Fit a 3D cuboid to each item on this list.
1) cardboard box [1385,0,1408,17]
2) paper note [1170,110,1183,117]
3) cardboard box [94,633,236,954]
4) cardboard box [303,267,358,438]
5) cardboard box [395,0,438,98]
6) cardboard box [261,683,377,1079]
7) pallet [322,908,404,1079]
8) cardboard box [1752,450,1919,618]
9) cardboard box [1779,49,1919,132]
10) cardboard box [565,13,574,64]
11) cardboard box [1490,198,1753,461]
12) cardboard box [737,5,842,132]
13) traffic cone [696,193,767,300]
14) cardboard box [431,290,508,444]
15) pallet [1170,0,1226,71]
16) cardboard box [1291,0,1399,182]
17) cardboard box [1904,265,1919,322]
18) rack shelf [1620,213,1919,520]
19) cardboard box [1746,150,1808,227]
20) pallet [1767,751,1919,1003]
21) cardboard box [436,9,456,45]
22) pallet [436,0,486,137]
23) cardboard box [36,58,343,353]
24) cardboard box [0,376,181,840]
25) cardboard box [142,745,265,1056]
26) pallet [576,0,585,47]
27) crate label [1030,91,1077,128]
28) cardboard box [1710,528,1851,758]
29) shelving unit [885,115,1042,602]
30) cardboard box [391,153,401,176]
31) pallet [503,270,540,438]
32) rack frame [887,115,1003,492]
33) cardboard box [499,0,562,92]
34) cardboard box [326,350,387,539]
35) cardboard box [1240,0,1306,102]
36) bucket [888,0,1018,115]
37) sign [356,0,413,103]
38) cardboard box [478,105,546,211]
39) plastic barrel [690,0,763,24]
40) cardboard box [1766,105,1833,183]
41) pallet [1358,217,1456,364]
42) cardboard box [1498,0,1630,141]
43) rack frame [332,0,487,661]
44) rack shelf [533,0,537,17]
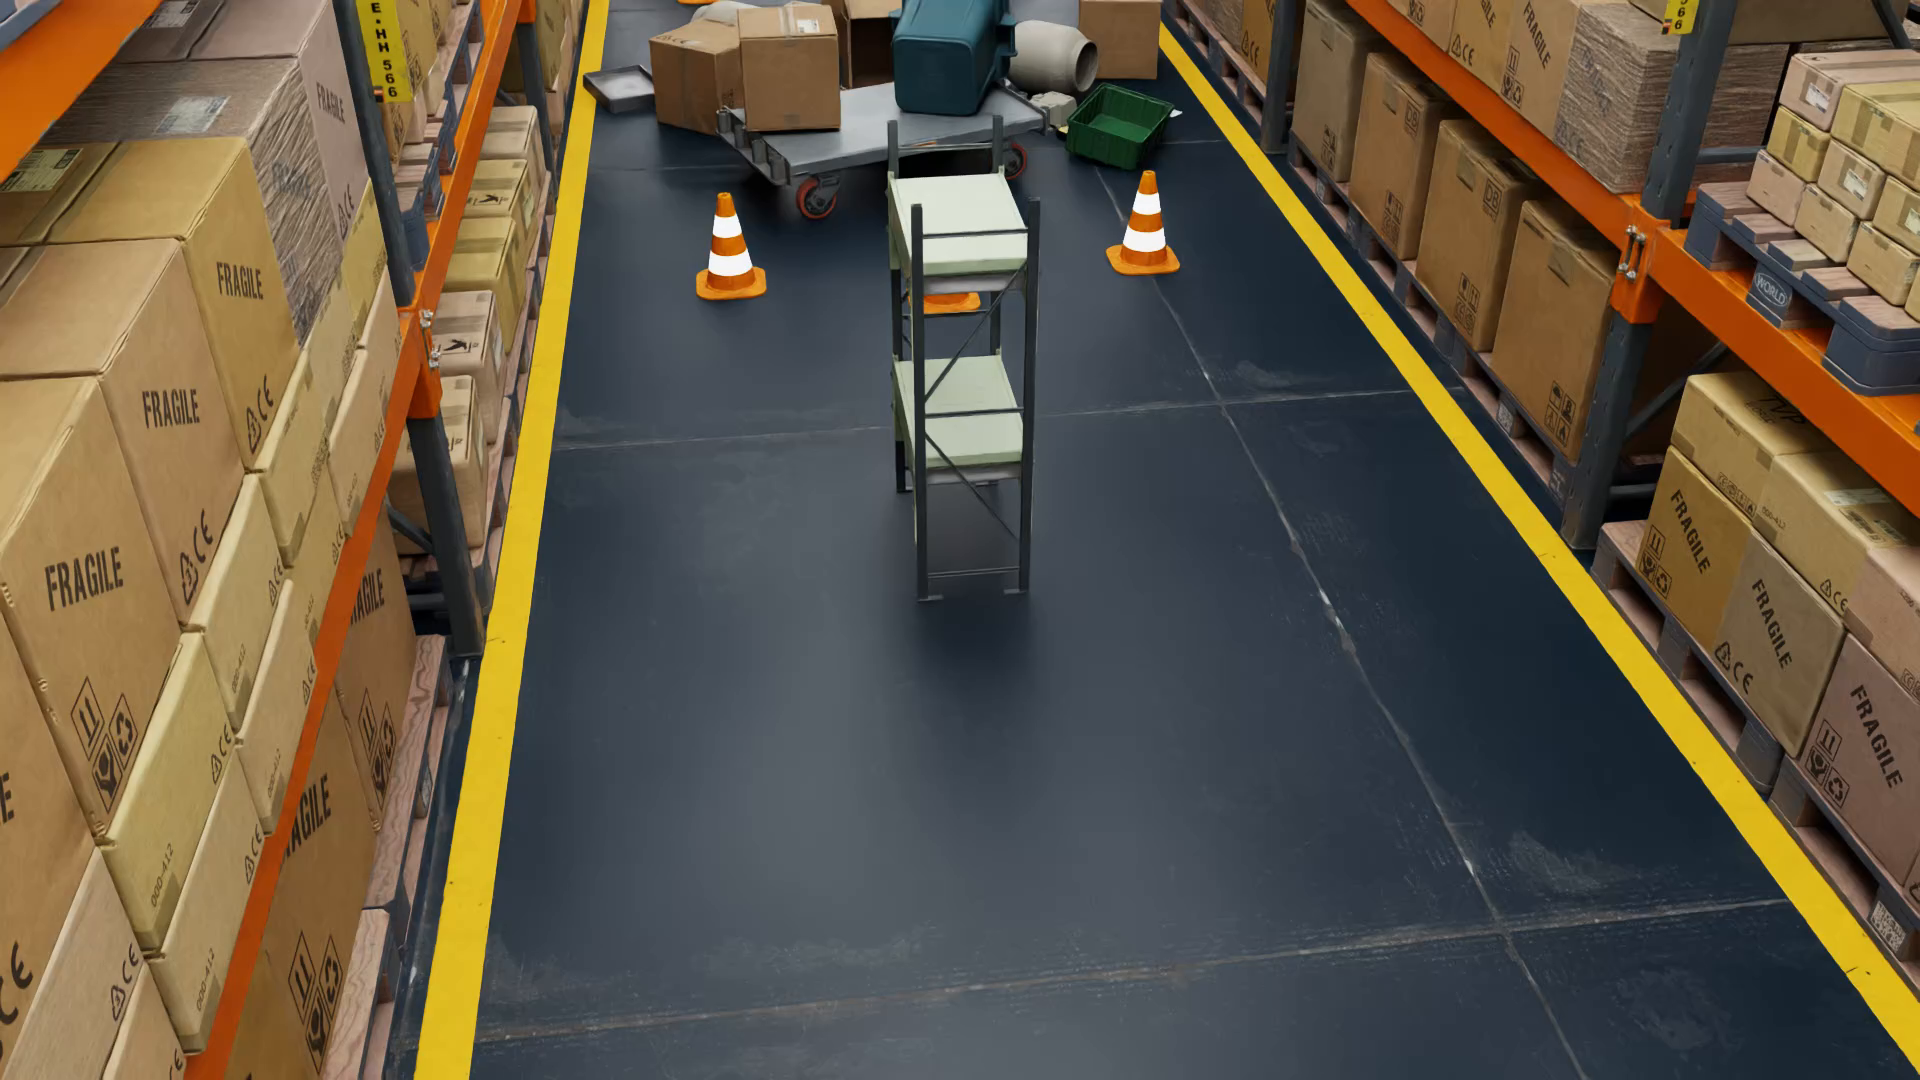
[{"bbox_3d":[2.164,-2.664,7.407,0.500,0.500,0.500,-5,35,-7],"label":"cardboard box"},{"bbox_3d":[1.239,-2.578,10.005,0.142,0.020,0.147,27,43,34],"label":"paper note"},{"bbox_3d":[-1.508,0.414,2.668,0.500,0.250,0.500,-4,34,-6],"label":"cardboard box"},{"bbox_3d":[-1.737,-0.442,3.924,0.500,0.250,0.500,-5,35,-8],"label":"cardboard box"},{"bbox_3d":[-2.035,-1.731,5.401,0.500,0.500,0.500,-3,34,-4],"label":"cardboard box"},{"bbox_3d":[-2.000,0.760,3.985,0.875,0.875,0.875,-4,34,-6],"label":"cardboard box"},{"bbox_3d":[-1.934,1.443,3.945,1.003,0.211,1.213,-4,35,-6],"label":"pallet"},{"bbox_3d":[2.686,-0.030,4.811,0.500,0.250,0.500,-5,35,-7],"label":"cardboard box"},{"bbox_3d":[2.636,-1.306,4.825,0.380,0.149,0.250,-4,35,-6],"label":"cardboard box"},{"bbox_3d":[-2.633,-3.046,10.125,0.500,0.250,0.500,-5,35,-7],"label":"cardboard box"},{"bbox_3d":[2.772,-0.856,6.467,1.050,0.750,0.750,-5,35,-7],"label":"cardboard box"},{"bbox_3d":[-0.905,-2.498,8.799,0.500,0.500,0.500,-4,35,-6],"label":"cardboard box"},{"bbox_3d":[-1.111,-1.432,7.941,0.336,0.463,0.334,-4,35,-6],"label":"traffic cone"},{"bbox_3d":[-2.300,-0.649,6.499,0.950,0.372,0.625,-5,35,-7],"label":"cardboard box"},{"bbox_3d":[2.035,-3.458,11.137,1.003,0.211,1.213,-4,35,-6],"label":"pallet"},{"bbox_3d":[2.400,-2.402,8.736,1.050,0.750,0.750,-5,35,-7],"label":"cardboard box"},{"bbox_3d":[2.736,-0.620,4.346,0.380,0.149,0.250,-3,34,-4],"label":"cardboard box"},{"bbox_3d":[3.034,0.148,4.008,1.077,0.370,4.000,-4,35,-6],"label":"rack shelf"},{"bbox_3d":[2.625,-1.070,5.007,0.380,0.149,0.250,-5,35,-7],"label":"cardboard box"},{"bbox_3d":[3.029,1.002,4.592,1.003,0.211,1.213,-4,35,-6],"label":"pallet"},{"bbox_3d":[-2.155,-2.005,6.379,0.380,0.149,0.250,-3,34,-5],"label":"cardboard box"},{"bbox_3d":[-2.433,-1.857,6.481,1.003,0.211,1.213,-4,35,-6],"label":"pallet"},{"bbox_3d":[-1.721,-0.734,3.687,0.500,0.500,0.500,-4,34,-6],"label":"cardboard box"},{"bbox_3d":[-1.524,0.114,2.442,0.500,0.500,0.500,-5,35,-8],"label":"cardboard box"},{"bbox_3d":[-1.510,0.618,2.812,0.500,0.250,0.500,-5,35,-7],"label":"cardboard box"},{"bbox_3d":[-3.118,-3.648,11.415,1.003,0.211,1.213,-4,35,-6],"label":"pallet"},{"bbox_3d":[0.549,-2.567,9.895,0.250,0.136,0.298,27,43,34],"label":"crate label"},{"bbox_3d":[2.678,0.288,5.010,0.500,0.500,0.500,-4,34,-6],"label":"cardboard box"},{"bbox_3d":[-0.001,-0.623,5.833,0.431,1.500,0.755,-4,35,-6],"label":"shelving unit"},{"bbox_3d":[-1.991,-1.260,5.285,0.380,0.149,0.250,-6,35,-9],"label":"cardboard box"},{"bbox_3d":[-2.391,-0.797,7.233,1.003,0.211,1.213,-4,35,-6],"label":"pallet"},{"bbox_3d":[-0.050,-0.828,6.133,0.400,1.500,0.023,-4,35,-6],"label":"rack frame"},{"bbox_3d":[-2.476,-2.763,9.044,0.500,0.500,0.500,-3,34,-4],"label":"cardboard box"},{"bbox_3d":[-1.717,-0.226,4.051,0.500,0.250,0.500,-4,34,-6],"label":"cardboard box"},{"bbox_3d":[2.212,-3.150,9.722,0.875,0.875,0.875,-4,34,-6],"label":"cardboard box"},{"bbox_3d":[-0.076,-2.674,9.068,0.726,0.611,0.620,7,45,10],"label":"bucket"},{"bbox_3d":[-1.577,-1.357,4.549,0.100,0.325,0.005,-4,35,-6],"label":"sign"},{"bbox_3d":[-2.592,-1.862,8.279,0.950,0.372,0.625,-4,34,-6],"label":"cardboard box"},{"bbox_3d":[-1.425,-3.196,10.564,0.512,0.421,0.421,20,39,26],"label":"plastic barrel"},{"bbox_3d":[2.631,-1.173,4.894,0.380,0.149,0.250,-3,34,-4],"label":"cardboard box"},{"bbox_3d":[2.573,-1.238,7.880,1.003,0.211,1.213,-4,35,-6],"label":"pallet"},{"bbox_3d":[2.372,-1.816,6.163,0.500,0.500,0.500,-4,35,-6],"label":"cardboard box"},{"bbox_3d":[-2.127,-0.834,4.811,1.000,3.000,0.127,-4,35,-6],"label":"rack frame"},{"bbox_3d":[-2.934,-3.885,9.926,1.077,0.370,4.000,-4,35,-6],"label":"rack shelf"}]
